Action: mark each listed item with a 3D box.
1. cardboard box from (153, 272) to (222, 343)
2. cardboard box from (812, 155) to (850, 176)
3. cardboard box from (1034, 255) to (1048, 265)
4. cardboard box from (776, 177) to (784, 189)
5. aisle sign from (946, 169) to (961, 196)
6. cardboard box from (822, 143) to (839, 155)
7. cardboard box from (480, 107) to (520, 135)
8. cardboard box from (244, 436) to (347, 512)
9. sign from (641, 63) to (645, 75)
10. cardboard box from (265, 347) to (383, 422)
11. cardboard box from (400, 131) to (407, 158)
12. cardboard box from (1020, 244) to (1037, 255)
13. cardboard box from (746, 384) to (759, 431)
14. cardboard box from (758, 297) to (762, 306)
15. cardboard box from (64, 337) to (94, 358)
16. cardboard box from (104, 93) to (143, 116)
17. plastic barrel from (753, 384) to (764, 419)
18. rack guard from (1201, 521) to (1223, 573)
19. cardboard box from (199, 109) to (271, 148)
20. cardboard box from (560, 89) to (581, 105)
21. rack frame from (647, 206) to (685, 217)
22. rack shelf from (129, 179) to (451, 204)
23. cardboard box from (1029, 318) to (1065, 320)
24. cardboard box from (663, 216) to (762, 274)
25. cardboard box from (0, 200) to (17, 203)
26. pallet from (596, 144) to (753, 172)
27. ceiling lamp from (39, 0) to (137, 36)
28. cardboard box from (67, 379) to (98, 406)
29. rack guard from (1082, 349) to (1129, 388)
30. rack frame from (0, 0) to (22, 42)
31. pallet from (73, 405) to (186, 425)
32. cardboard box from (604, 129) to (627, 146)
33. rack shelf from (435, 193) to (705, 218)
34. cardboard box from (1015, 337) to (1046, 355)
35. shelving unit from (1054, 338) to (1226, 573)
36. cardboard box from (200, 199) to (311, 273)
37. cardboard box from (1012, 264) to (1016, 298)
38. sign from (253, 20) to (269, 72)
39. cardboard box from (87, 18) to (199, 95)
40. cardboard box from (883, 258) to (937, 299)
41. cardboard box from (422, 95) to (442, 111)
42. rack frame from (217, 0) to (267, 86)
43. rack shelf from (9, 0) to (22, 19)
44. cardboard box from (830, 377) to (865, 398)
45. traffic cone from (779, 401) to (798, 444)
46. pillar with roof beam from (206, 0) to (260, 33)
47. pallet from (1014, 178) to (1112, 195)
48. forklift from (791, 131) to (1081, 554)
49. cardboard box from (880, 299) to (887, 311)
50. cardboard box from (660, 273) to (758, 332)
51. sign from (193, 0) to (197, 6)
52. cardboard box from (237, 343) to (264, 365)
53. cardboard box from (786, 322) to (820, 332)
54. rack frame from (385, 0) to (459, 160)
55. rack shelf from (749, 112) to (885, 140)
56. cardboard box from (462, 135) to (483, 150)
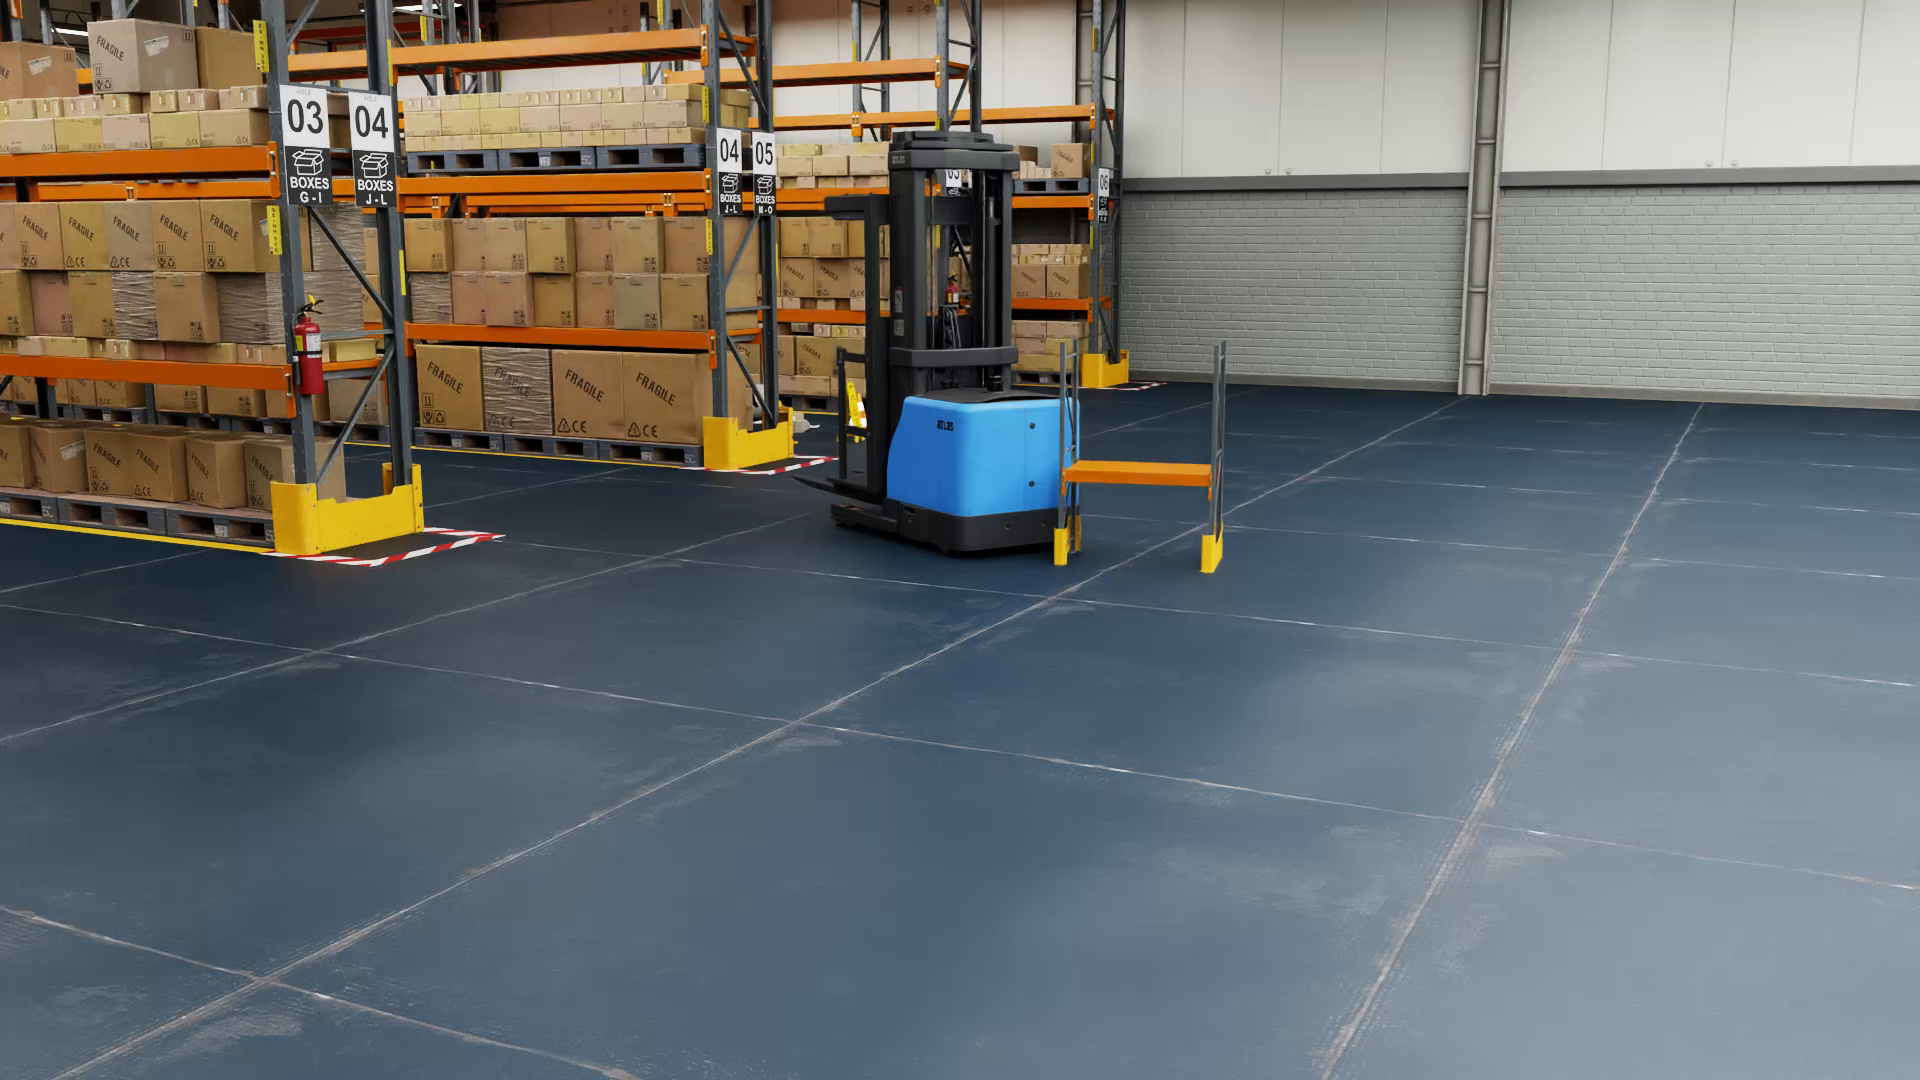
[{"bbox_3d":[-5.372,-1.728,12.240,0.500,0.500,0.875,5,11,26],"label":"cardboard box"},{"bbox_3d":[-1.500,-4.673,20.791,0.500,0.250,0.500,5,12,27],"label":"cardboard box"},{"bbox_3d":[1.306,-4.237,25.116,0.250,0.149,0.380,5,12,27],"label":"cardboard box"},{"bbox_3d":[-2.303,-4.536,21.151,0.250,0.149,0.380,5,11,25],"label":"cardboard box"},{"bbox_3d":[-0.077,-4.275,20.130,0.004,0.787,0.394,5,11,26],"label":"aisle sign"},{"bbox_3d":[-1.534,-4.889,20.863,0.250,0.149,0.380,5,11,24],"label":"cardboard box"},{"bbox_3d":[-4.471,-4.206,16.750,0.500,0.250,0.500,5,11,25],"label":"cardboard box"},{"bbox_3d":[-4.942,-0.493,12.372,0.500,0.500,0.500,8,13,36],"label":"cardboard box"},{"bbox_3d":[-5.217,-7.834,27.402,0.005,0.325,0.100,5,11,26],"label":"sign"},{"bbox_3d":[-7.151,-1.775,18.751,0.750,0.750,1.050,5,11,26],"label":"cardboard box"},{"bbox_3d":[-6.122,-4.317,18.156,0.396,0.266,0.258,5,11,25],"label":"cardboard box"},{"bbox_3d":[1.102,-4.412,25.247,0.250,0.149,0.380,5,11,26],"label":"cardboard box"},{"bbox_3d":[-2.700,-1.553,19.398,0.637,0.503,0.797,-2,11,-14],"label":"cardboard box"},{"bbox_3d":[-2.491,-3.094,21.609,0.250,0.149,0.380,5,11,26],"label":"cardboard box"},{"bbox_3d":[-6.566,-1.475,12.663,0.250,0.149,0.380,5,11,26],"label":"cardboard box"},{"bbox_3d":[-5.940,-3.139,12.029,0.250,0.149,0.380,4,11,23],"label":"cardboard box"},{"bbox_3d":[-2.527,-1.701,20.437,0.512,0.421,0.421,-4,11,-23],"label":"plastic barrel"},{"bbox_3d":[1.710,0.043,11.285,0.087,0.250,0.587,3,11,14],"label":"rack guard"},{"bbox_3d":[-4.934,-2.864,11.632,0.500,0.250,0.500,5,12,27],"label":"cardboard box"},{"bbox_3d":[-3.696,-4.322,16.272,0.250,0.149,0.380,5,11,25],"label":"cardboard box"},{"bbox_3d":[-4.986,-4.471,28.510,0.127,3.000,1.000,5,11,26],"label":"rack frame"},{"bbox_3d":[-7.485,-3.844,18.642,4.000,0.370,1.077,5,11,26],"label":"rack shelf"},{"bbox_3d":[1.392,-3.293,25.736,0.500,0.250,0.500,5,11,26],"label":"cardboard box"},{"bbox_3d":[-2.420,-2.889,16.319,0.550,0.550,0.875,5,11,26],"label":"cardboard box"},{"bbox_3d":[-8.627,-2.367,14.020,1.000,1.000,1.000,5,11,26],"label":"cardboard box"},{"bbox_3d":[-2.774,-3.738,16.287,1.213,0.211,1.003,5,11,26],"label":"pallet"},{"bbox_3d":[-15.594,-10.765,30.051,0.800,3.185,2.000,5,11,26],"label":"ceiling lamp"},{"bbox_3d":[-10.448,-1.907,20.186,0.500,0.500,0.500,6,12,28],"label":"cardboard box"},{"bbox_3d":[2.210,-2.608,25.239,0.348,0.500,1.175,5,11,26],"label":"rack guard"},{"bbox_3d":[-7.976,-4.732,13.107,0.127,3.000,1.000,5,11,26],"label":"rack frame"},{"bbox_3d":[-9.978,-1.569,20.306,1.213,0.211,1.003,5,11,26],"label":"pallet"},{"bbox_3d":[-3.235,-3.889,16.119,0.250,0.149,0.380,5,11,26],"label":"cardboard box"},{"bbox_3d":[-5.385,-4.642,23.054,4.000,0.370,1.077,5,11,26],"label":"rack shelf"},{"bbox_3d":[1.169,-2.970,25.353,0.500,0.250,0.500,5,11,25],"label":"cardboard box"},{"bbox_3d":[1.227,-0.593,11.295,1.083,1.500,0.587,3,11,14],"label":"shelving unit"},{"bbox_3d":[-4.992,-2.156,11.797,0.500,0.500,0.500,5,11,26],"label":"cardboard box"},{"bbox_3d":[0.710,-3.969,25.457,0.500,0.500,0.500,5,11,25],"label":"cardboard box"},{"bbox_3d":[-4.653,-3.289,11.073,0.005,0.325,0.100,5,11,26],"label":"sign"},{"bbox_3d":[-5.891,-3.464,12.004,0.500,0.500,0.500,5,11,26],"label":"cardboard box"},{"bbox_3d":[-0.613,-3.242,20.602,0.500,0.500,0.500,5,11,25],"label":"cardboard box"},{"bbox_3d":[-5.286,-4.462,17.043,0.250,0.149,0.380,5,11,25],"label":"cardboard box"},{"bbox_3d":[-10.766,-6.945,25.335,0.127,3.000,1.000,5,11,26],"label":"rack frame"},{"bbox_3d":[-6.183,-4.219,12.301,4.000,0.370,1.077,5,11,26],"label":"rack shelf"},{"bbox_3d":[-1.309,-1.964,21.199,0.500,0.250,0.500,5,11,26],"label":"cardboard box"},{"bbox_3d":[-1.952,-1.269,17.943,0.334,0.463,0.336,5,11,26],"label":"traffic cone"},{"bbox_3d":[-16.084,-7.722,29.629,0.548,9.000,9.100,5,11,26],"label":"pillar with roof beam"},{"bbox_3d":[1.566,-5.333,25.098,1.213,0.211,1.003,5,11,26],"label":"pallet"},{"bbox_3d":[-0.340,-1.566,12.654,1.130,2.935,3.031,-6,12,-31],"label":"forklift"},{"bbox_3d":[-0.931,-2.945,20.784,0.250,0.149,0.380,5,11,25],"label":"cardboard box"},{"bbox_3d":[-2.457,-2.345,16.341,0.550,0.550,0.875,5,11,26],"label":"cardboard box"},{"bbox_3d":[-9.036,-6.458,19.575,0.005,0.325,0.100,5,11,26],"label":"sign"},{"bbox_3d":[-4.960,-1.350,11.973,0.250,0.149,0.380,5,11,26],"label":"cardboard box"},{"bbox_3d":[-2.564,-3.295,27.504,0.625,0.625,0.875,5,11,25],"label":"cardboard box"},{"bbox_3d":[-5.691,-5.516,17.440,0.127,3.000,1.000,5,11,26],"label":"rack frame"},{"bbox_3d":[-3.192,-6.714,27.204,4.000,0.370,1.077,5,11,26],"label":"rack shelf"},{"bbox_3d":[-4.834,-4.029,16.894,0.250,0.149,0.380,5,11,25],"label":"cardboard box"}]
